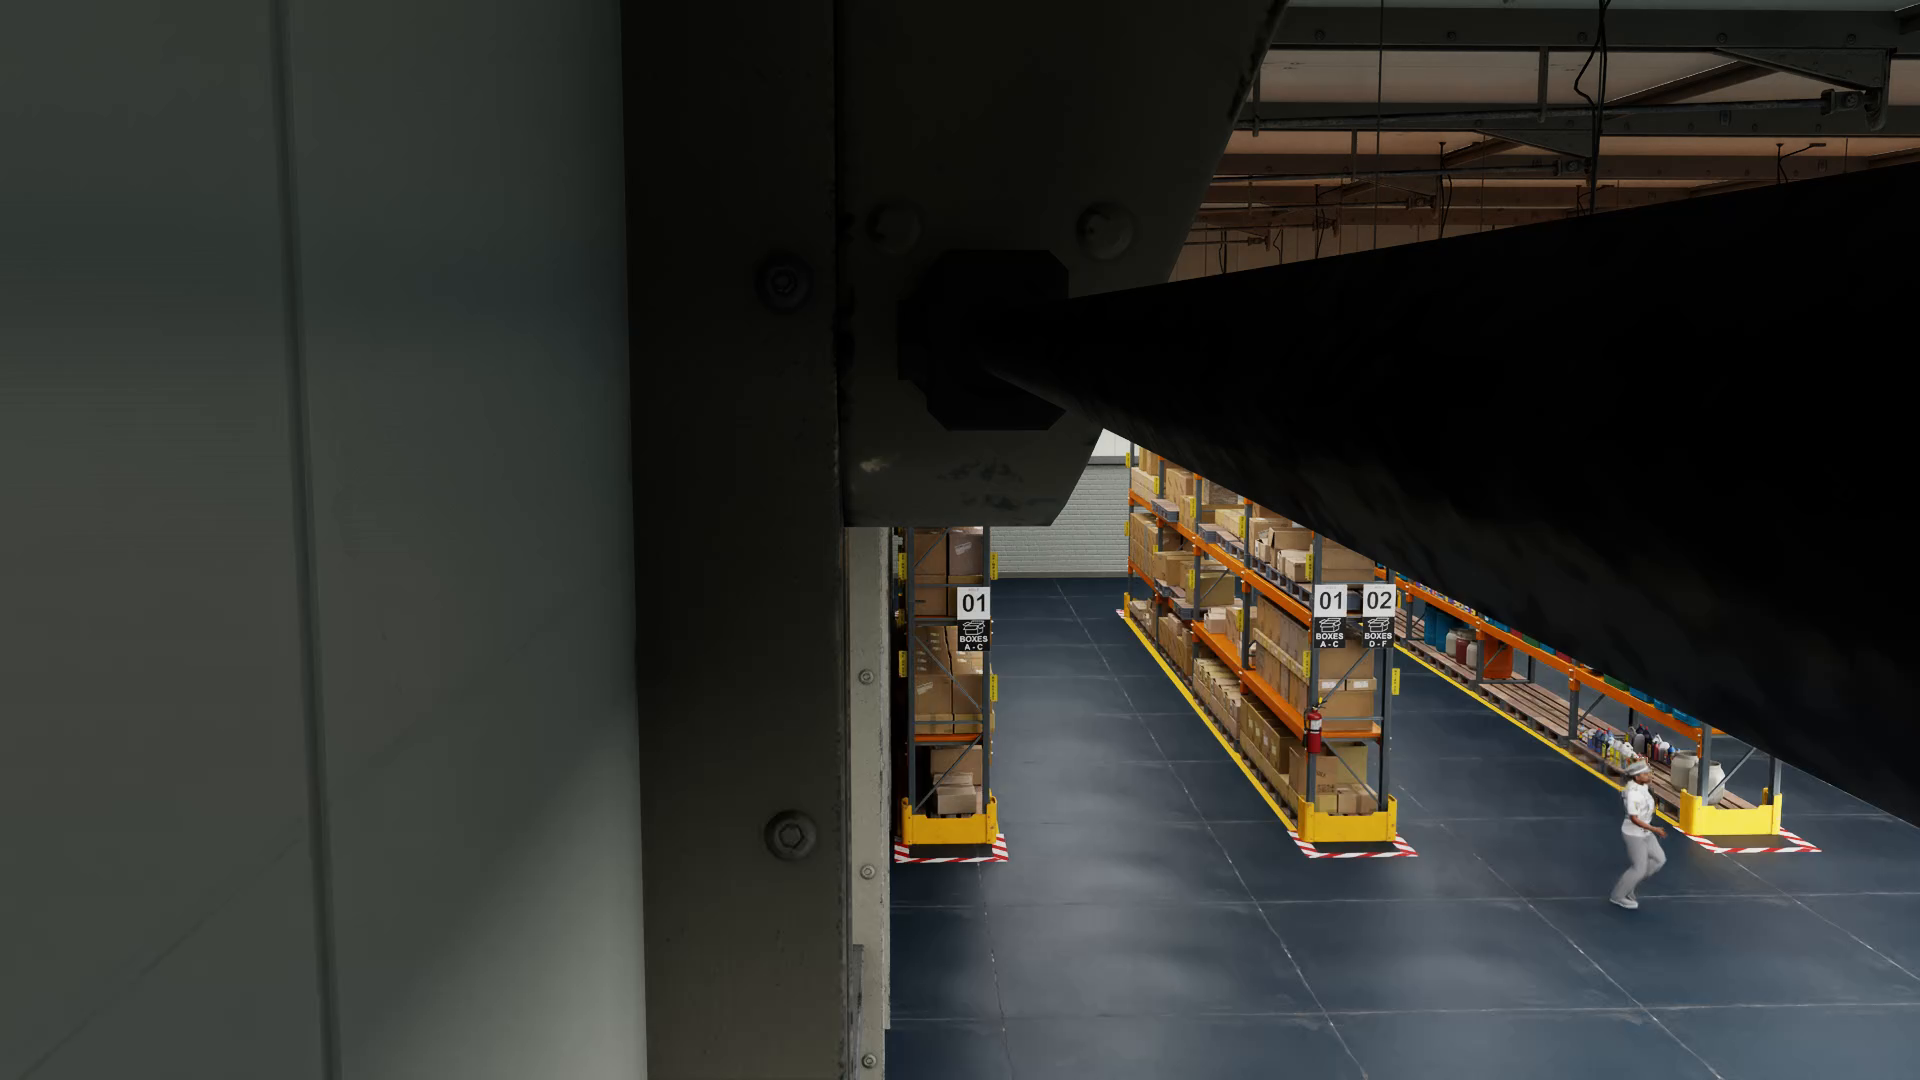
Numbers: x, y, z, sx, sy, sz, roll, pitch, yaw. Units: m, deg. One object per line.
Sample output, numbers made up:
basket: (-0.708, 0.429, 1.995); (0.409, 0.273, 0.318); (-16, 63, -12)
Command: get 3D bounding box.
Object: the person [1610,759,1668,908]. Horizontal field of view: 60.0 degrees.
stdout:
person: (7.426, 3.195, 18.145); (0.552, 1.661, 0.590); (4, 8, 26)
